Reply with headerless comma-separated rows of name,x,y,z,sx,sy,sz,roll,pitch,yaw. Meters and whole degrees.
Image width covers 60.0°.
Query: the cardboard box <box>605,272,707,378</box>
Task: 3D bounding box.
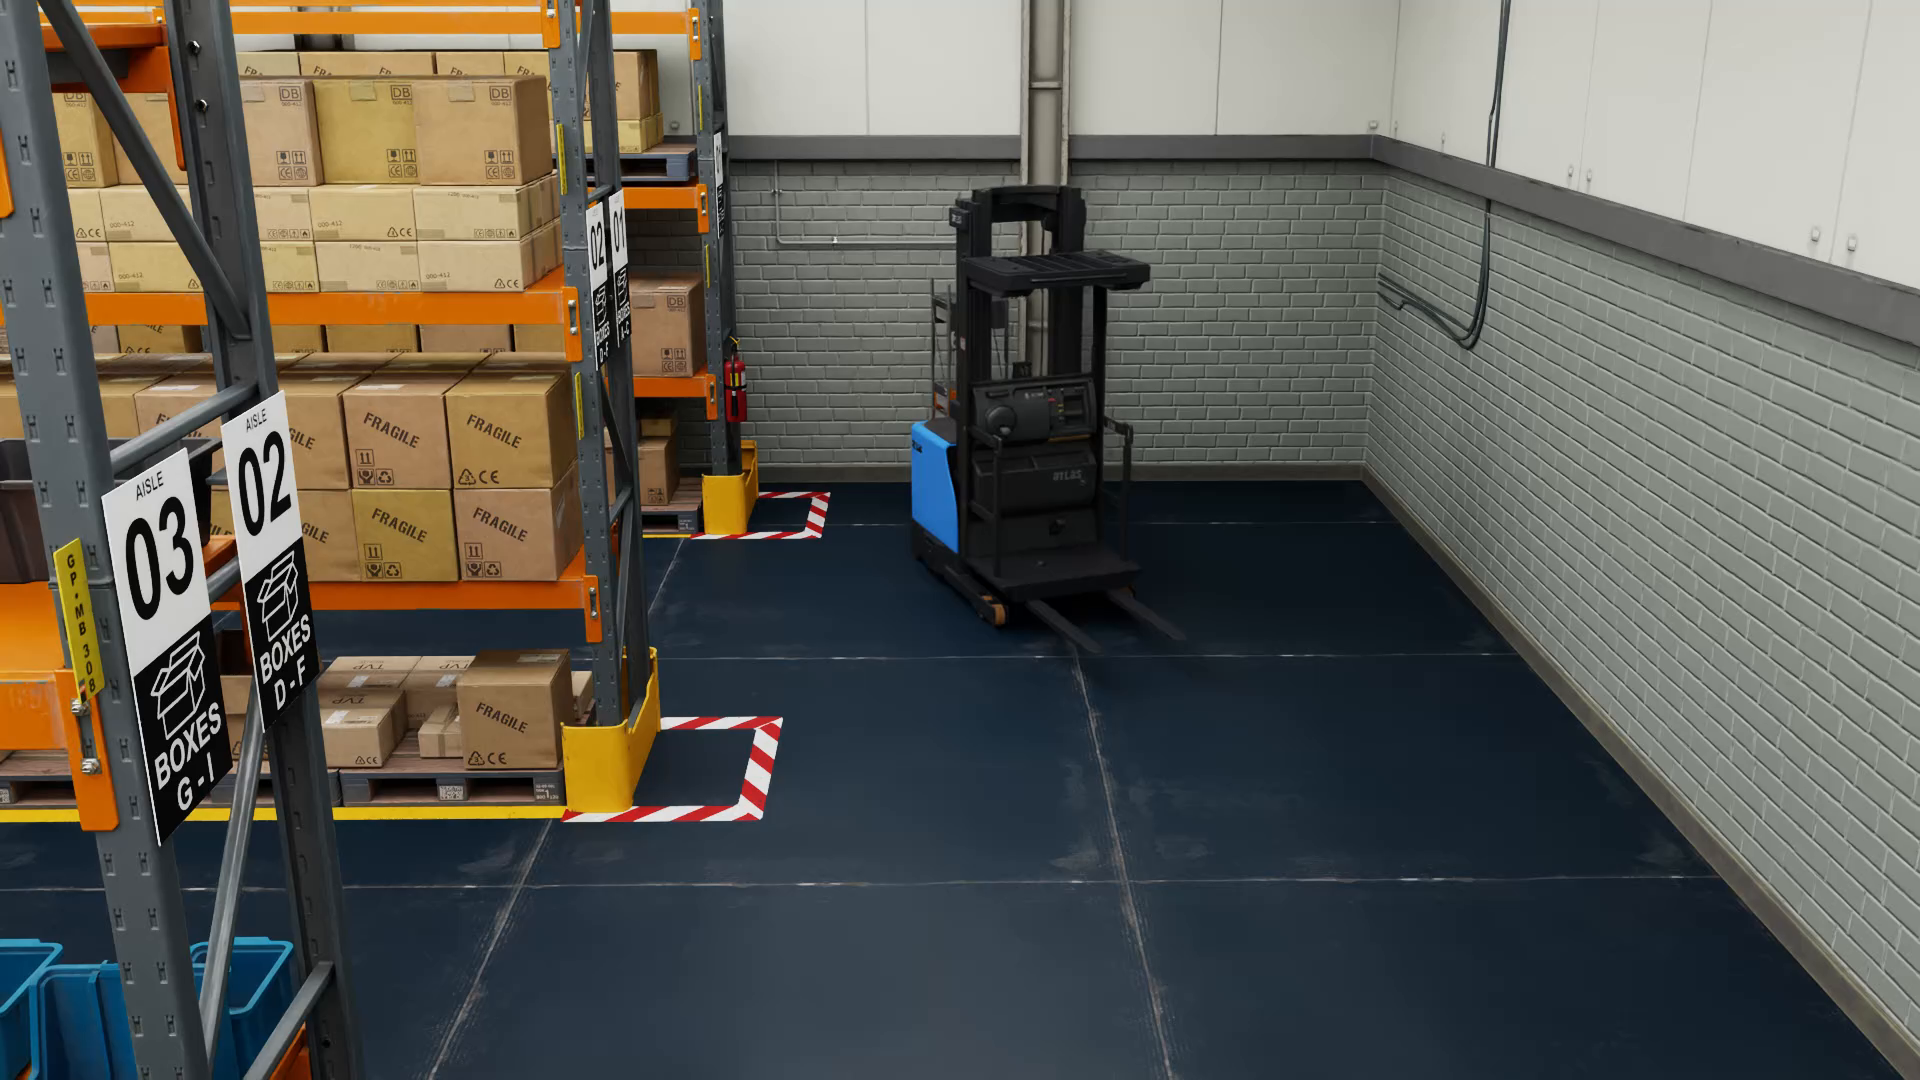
cardboard box,-2.480,-1.787,13.715,0.700,0.700,0.980,1,18,2

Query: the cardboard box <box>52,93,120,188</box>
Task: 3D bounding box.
cardboard box,-4.401,-2.047,8.305,0.500,0.500,0.700,0,18,-1

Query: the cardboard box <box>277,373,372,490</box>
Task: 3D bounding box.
cardboard box,-3.353,-0.567,8.605,0.500,0.500,0.500,0,18,1

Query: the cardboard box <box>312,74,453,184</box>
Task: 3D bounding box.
cardboard box,-2.903,-2.104,8.486,0.500,0.500,0.700,0,18,-1

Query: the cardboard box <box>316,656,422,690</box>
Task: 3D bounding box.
cardboard box,-3.437,0.884,9.662,0.500,0.250,0.500,0,18,-1

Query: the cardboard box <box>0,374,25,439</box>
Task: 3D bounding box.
cardboard box,-4.897,-0.560,8.581,0.500,0.500,0.500,-1,18,-3

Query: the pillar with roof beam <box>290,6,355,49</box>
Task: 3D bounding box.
pillar with roof beam,-5.216,-3.439,9.537,0.400,9.000,9.100,0,18,-1

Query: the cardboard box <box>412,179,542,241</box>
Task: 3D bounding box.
cardboard box,-2.398,-1.651,8.300,0.500,0.250,0.500,0,18,-1

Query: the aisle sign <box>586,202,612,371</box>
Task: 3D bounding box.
aisle sign,-1.816,-1.281,8.374,0.004,0.787,0.394,0,18,-1

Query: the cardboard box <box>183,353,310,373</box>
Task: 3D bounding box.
cardboard box,-3.867,-0.730,9.112,0.500,0.500,0.500,0,18,-1

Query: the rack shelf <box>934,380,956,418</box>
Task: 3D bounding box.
rack shelf,0.074,-1.033,13.375,0.480,0.518,0.431,-7,19,-20

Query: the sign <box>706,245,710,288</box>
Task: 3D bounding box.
sign,-1.976,-2.148,13.048,0.005,0.325,0.100,0,18,-1

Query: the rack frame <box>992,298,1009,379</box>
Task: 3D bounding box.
rack frame,0.301,-1.073,13.456,0.015,2.100,0.400,-7,19,-20

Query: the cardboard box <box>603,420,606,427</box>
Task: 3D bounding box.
cardboard box,-3.050,-0.876,13.711,0.250,0.149,0.380,0,18,1

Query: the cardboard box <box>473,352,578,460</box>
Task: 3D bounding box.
cardboard box,-2.336,-0.738,9.138,0.500,0.500,0.500,0,18,1

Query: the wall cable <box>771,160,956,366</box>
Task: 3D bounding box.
wall cable,-0.705,-2.428,14.543,1.851,1.984,0.084,0,18,-1

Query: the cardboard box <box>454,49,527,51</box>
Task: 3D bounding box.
cardboard box,-3.737,-3.678,13.359,0.500,0.500,0.500,0,18,-1

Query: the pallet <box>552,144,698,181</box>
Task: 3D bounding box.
pallet,-2.712,-3.029,13.313,1.213,0.211,1.003,0,18,-1

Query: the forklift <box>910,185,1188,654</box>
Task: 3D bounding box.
forklift,0.617,-0.929,11.646,1.130,2.935,3.031,-7,19,-20

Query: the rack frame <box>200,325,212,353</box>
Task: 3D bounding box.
rack frame,-5.970,-1.630,13.718,0.127,3.000,1.000,0,18,-1

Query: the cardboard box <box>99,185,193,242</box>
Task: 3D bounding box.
cardboard box,-3.898,-1.643,8.274,0.500,0.250,0.500,0,18,-1

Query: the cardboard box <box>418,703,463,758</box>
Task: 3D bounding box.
cardboard box,-2.835,1.056,9.265,0.250,0.166,0.380,0,18,-1

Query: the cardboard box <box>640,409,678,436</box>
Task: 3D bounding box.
cardboard box,-2.547,-0.996,14.083,0.250,0.149,0.380,0,18,0

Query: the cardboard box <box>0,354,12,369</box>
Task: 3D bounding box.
cardboard box,-5.387,-0.722,9.088,0.500,0.500,0.500,0,18,-1

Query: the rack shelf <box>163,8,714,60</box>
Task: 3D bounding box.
rack shelf,-3.970,-3.963,13.003,4.000,0.370,1.077,0,18,-1

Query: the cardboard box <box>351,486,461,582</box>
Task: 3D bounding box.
cardboard box,-2.851,-0.095,8.770,0.500,0.500,0.500,0,18,0

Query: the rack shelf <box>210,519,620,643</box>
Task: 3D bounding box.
rack shelf,-3.888,0.216,9.142,4.000,0.370,1.077,0,18,-1

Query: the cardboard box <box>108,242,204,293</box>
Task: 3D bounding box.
cardboard box,-3.898,-1.407,8.359,0.500,0.250,0.500,0,18,-1

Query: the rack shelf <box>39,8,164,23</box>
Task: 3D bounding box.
rack shelf,-7.970,-3.944,12.943,4.000,0.370,1.077,0,18,-1

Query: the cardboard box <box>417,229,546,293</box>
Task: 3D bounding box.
cardboard box,-2.398,-1.410,8.368,0.500,0.250,0.500,0,18,-1

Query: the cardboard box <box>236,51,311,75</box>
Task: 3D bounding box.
cardboard box,-5.253,-3.509,12.833,0.500,0.500,0.500,0,18,-1

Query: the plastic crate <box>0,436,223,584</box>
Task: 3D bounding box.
plastic crate,-2.204,-0.073,4.167,0.590,0.269,0.497,0,18,-1

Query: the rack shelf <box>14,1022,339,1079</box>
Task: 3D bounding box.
rack shelf,-3.814,1.729,4.426,4.000,0.370,1.077,0,18,-1

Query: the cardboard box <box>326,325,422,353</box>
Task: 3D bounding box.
cardboard box,-4.697,-1.772,13.671,0.700,0.700,0.980,-1,18,-2

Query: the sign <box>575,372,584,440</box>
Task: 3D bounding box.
sign,-1.900,-0.669,8.308,0.005,0.325,0.100,0,18,-1

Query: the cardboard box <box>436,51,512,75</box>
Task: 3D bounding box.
cardboard box,-3.720,-3.520,12.865,0.500,0.500,0.500,-1,18,-3

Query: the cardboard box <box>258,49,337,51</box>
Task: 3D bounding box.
cardboard box,-5.275,-3.666,13.322,0.500,0.500,0.500,0,18,-1

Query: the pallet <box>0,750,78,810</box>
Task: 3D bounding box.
pallet,-5.201,1.208,9.437,1.213,0.211,1.003,0,18,-1

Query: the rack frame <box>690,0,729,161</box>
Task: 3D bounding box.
rack frame,-1.971,-4.506,12.862,0.127,3.000,1.000,0,18,-1

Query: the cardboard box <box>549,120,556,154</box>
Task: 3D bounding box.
cardboard box,-3.219,-3.166,12.991,0.500,0.250,0.500,-1,18,-3

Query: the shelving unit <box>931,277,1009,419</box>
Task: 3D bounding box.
shelving unit,0.074,-1.046,13.371,0.503,2.100,0.431,-7,19,-20

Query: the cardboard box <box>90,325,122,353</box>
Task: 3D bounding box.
cardboard box,-6.938,-1.744,13.390,0.500,0.500,0.500,0,18,0
